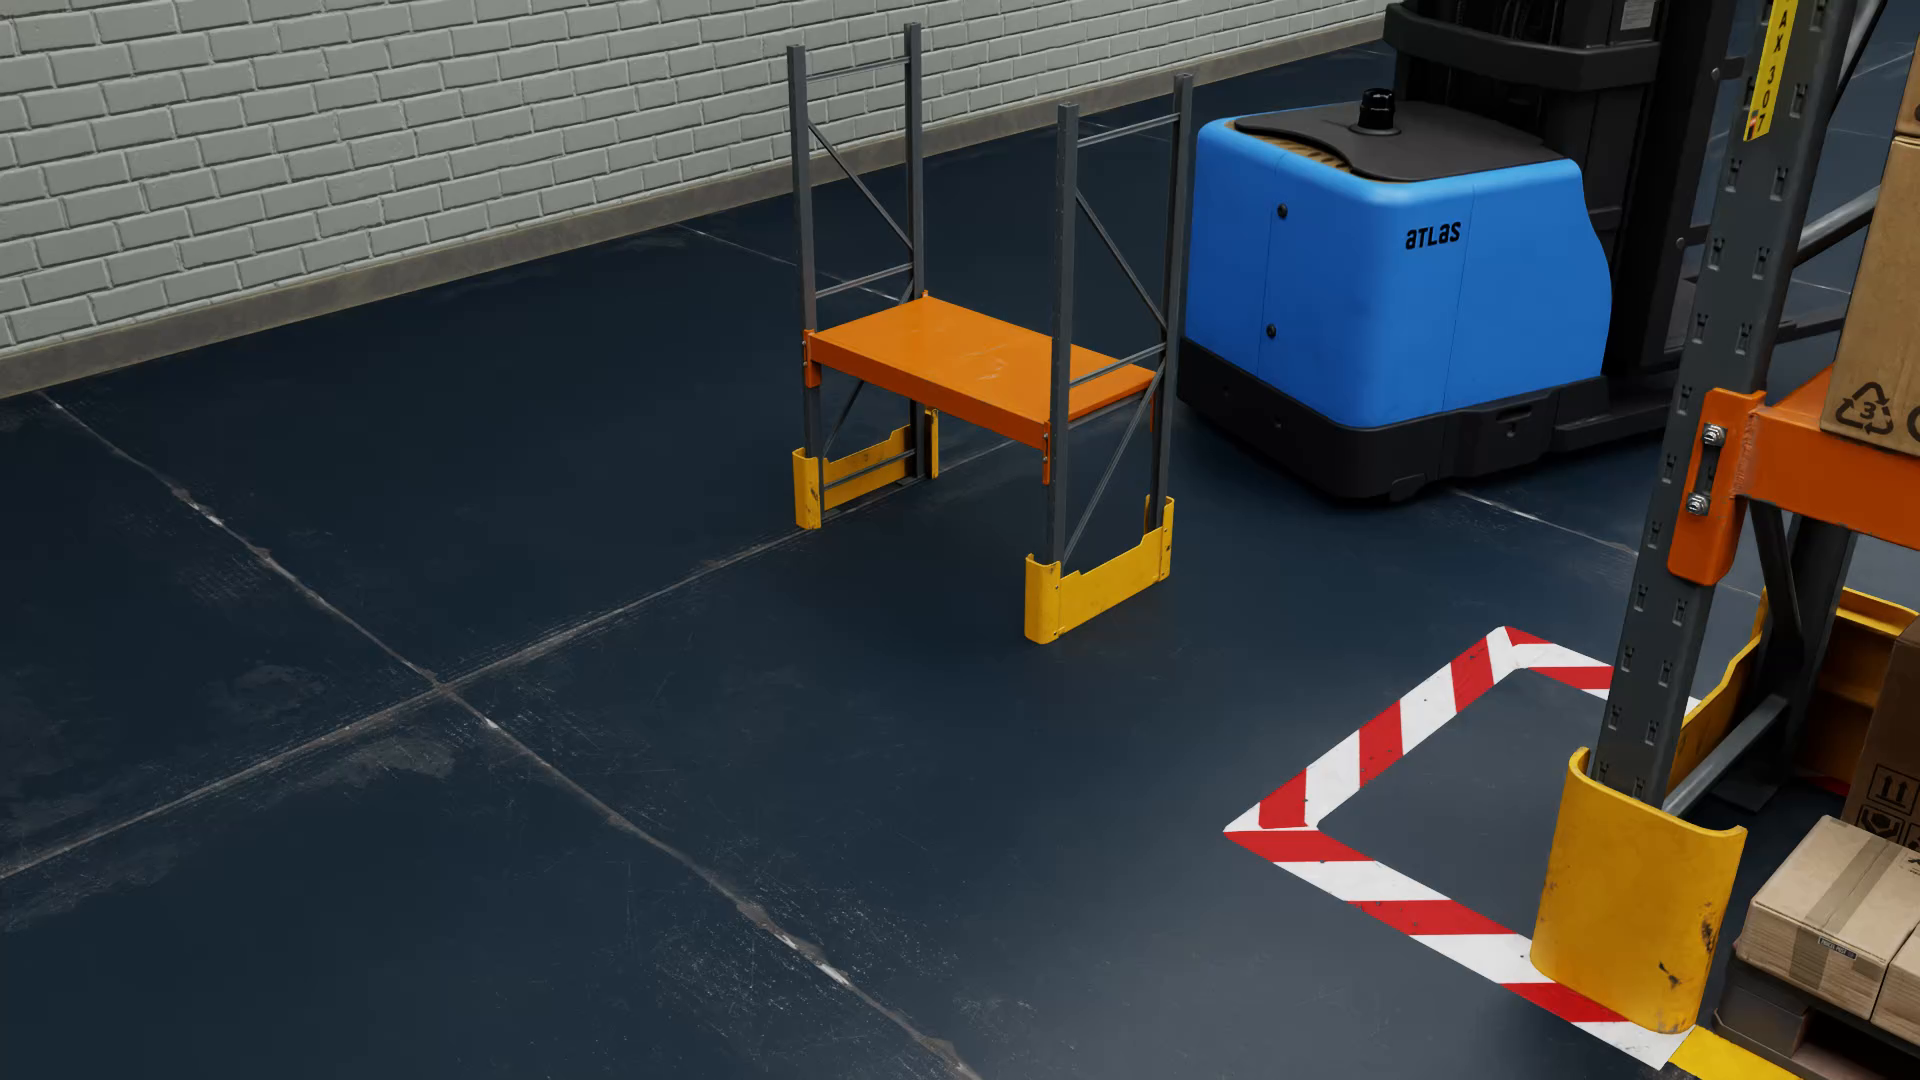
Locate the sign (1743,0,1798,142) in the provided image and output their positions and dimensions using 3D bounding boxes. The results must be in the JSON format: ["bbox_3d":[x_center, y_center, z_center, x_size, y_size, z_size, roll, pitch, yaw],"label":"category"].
[{"bbox_3d":[1.286,-0.795,2.609,0.005,0.325,0.100,25,36,38],"label":"sign"}]

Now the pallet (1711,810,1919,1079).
[{"bbox_3d":[2.290,0.927,3.261,1.213,0.211,1.003,25,36,38],"label":"pallet"}]

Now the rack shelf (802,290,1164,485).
[{"bbox_3d":[0.061,-0.477,4.932,1.000,0.185,0.538,25,36,38],"label":"rack shelf"}]

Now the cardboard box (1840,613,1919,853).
[{"bbox_3d":[2.227,0.415,3.451,0.500,0.500,0.500,25,36,38],"label":"cardboard box"}]

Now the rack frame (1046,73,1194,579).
[{"bbox_3d":[0.423,-0.470,4.533,0.032,1.500,0.500,25,36,38],"label":"rack frame"}]

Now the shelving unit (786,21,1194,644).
[{"bbox_3d":[0.054,-0.639,4.854,1.083,1.500,0.587,25,36,38],"label":"shelving unit"}]

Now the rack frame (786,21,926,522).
[{"bbox_3d":[-0.302,-0.802,5.163,0.032,1.500,0.500,25,36,38],"label":"rack frame"}]

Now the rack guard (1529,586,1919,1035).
[{"bbox_3d":[1.721,0.539,3.688,0.348,0.500,1.175,25,36,38],"label":"rack guard"}]

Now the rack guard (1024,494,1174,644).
[{"bbox_3d":[0.409,0.077,4.835,0.087,0.250,0.587,25,36,38],"label":"rack guard"}]

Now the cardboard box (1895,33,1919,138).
[{"bbox_3d":[1.798,-0.847,2.456,0.500,0.500,0.500,-24,36,-38],"label":"cardboard box"}]

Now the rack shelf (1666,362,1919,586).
[{"bbox_3d":[3.093,0.379,2.080,4.000,0.370,1.077,25,36,38],"label":"rack shelf"}]

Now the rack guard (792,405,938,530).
[{"bbox_3d":[-0.301,-0.248,5.454,0.087,0.250,0.587,25,36,38],"label":"rack guard"}]

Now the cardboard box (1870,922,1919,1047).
[{"bbox_3d":[1.903,0.799,3.078,0.250,0.166,0.380,25,36,38],"label":"cardboard box"}]

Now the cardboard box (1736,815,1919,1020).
[{"bbox_3d":[1.724,0.726,3.238,0.250,0.149,0.380,25,36,38],"label":"cardboard box"}]

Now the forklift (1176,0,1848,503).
[{"bbox_3d":[2.345,-1.886,5.687,3.031,2.935,1.130,-13,31,-24],"label":"forklift"}]

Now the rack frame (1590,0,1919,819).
[{"bbox_3d":[1.667,-0.592,3.153,0.127,3.000,1.000,25,36,38],"label":"rack frame"}]

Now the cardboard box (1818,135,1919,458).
[{"bbox_3d":[1.798,-0.404,2.688,0.500,0.500,0.500,-24,36,-38],"label":"cardboard box"}]
